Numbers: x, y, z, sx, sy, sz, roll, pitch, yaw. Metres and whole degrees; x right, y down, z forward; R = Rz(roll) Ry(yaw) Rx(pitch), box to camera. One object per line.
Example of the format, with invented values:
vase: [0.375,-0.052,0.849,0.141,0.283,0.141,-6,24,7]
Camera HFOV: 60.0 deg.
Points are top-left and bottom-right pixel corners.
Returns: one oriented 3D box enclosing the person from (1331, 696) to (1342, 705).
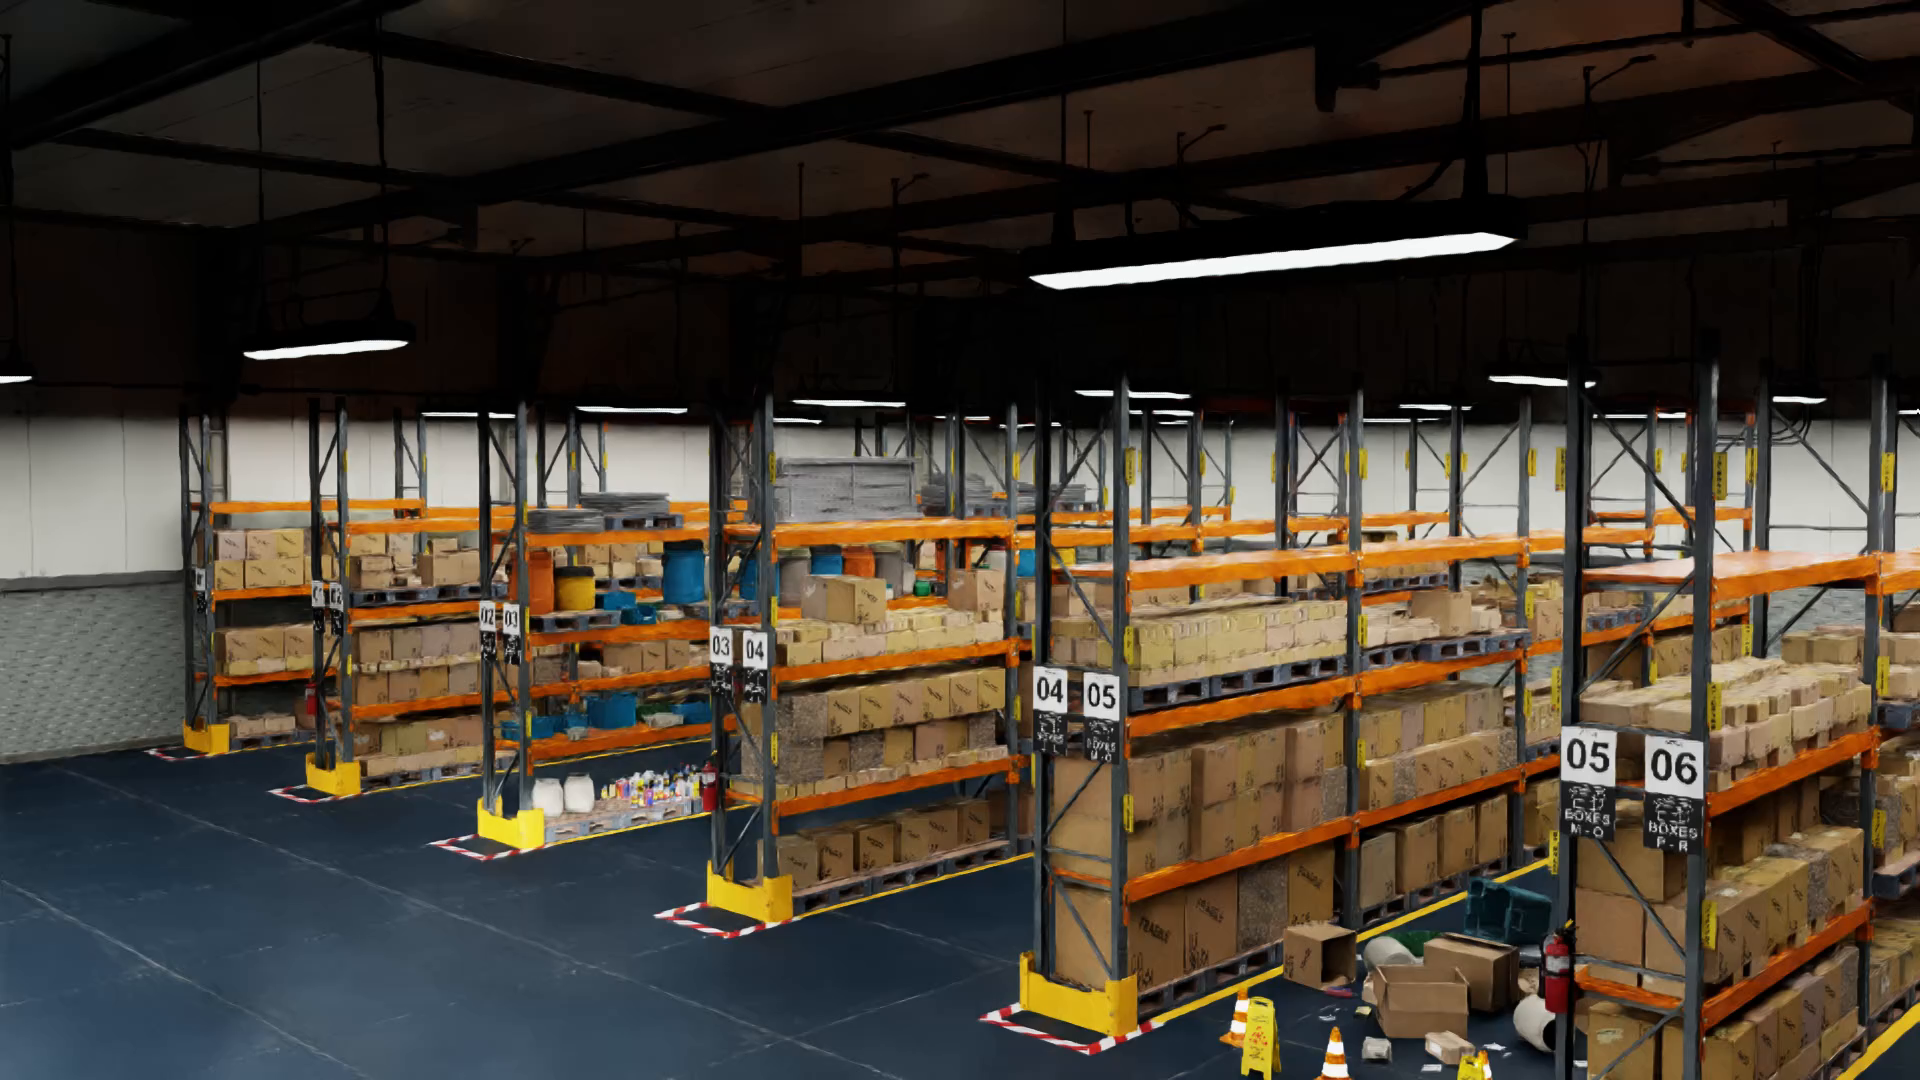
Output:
person: [5.596,3.080,24.497,0.592,1.604,0.513,3,4,42]
